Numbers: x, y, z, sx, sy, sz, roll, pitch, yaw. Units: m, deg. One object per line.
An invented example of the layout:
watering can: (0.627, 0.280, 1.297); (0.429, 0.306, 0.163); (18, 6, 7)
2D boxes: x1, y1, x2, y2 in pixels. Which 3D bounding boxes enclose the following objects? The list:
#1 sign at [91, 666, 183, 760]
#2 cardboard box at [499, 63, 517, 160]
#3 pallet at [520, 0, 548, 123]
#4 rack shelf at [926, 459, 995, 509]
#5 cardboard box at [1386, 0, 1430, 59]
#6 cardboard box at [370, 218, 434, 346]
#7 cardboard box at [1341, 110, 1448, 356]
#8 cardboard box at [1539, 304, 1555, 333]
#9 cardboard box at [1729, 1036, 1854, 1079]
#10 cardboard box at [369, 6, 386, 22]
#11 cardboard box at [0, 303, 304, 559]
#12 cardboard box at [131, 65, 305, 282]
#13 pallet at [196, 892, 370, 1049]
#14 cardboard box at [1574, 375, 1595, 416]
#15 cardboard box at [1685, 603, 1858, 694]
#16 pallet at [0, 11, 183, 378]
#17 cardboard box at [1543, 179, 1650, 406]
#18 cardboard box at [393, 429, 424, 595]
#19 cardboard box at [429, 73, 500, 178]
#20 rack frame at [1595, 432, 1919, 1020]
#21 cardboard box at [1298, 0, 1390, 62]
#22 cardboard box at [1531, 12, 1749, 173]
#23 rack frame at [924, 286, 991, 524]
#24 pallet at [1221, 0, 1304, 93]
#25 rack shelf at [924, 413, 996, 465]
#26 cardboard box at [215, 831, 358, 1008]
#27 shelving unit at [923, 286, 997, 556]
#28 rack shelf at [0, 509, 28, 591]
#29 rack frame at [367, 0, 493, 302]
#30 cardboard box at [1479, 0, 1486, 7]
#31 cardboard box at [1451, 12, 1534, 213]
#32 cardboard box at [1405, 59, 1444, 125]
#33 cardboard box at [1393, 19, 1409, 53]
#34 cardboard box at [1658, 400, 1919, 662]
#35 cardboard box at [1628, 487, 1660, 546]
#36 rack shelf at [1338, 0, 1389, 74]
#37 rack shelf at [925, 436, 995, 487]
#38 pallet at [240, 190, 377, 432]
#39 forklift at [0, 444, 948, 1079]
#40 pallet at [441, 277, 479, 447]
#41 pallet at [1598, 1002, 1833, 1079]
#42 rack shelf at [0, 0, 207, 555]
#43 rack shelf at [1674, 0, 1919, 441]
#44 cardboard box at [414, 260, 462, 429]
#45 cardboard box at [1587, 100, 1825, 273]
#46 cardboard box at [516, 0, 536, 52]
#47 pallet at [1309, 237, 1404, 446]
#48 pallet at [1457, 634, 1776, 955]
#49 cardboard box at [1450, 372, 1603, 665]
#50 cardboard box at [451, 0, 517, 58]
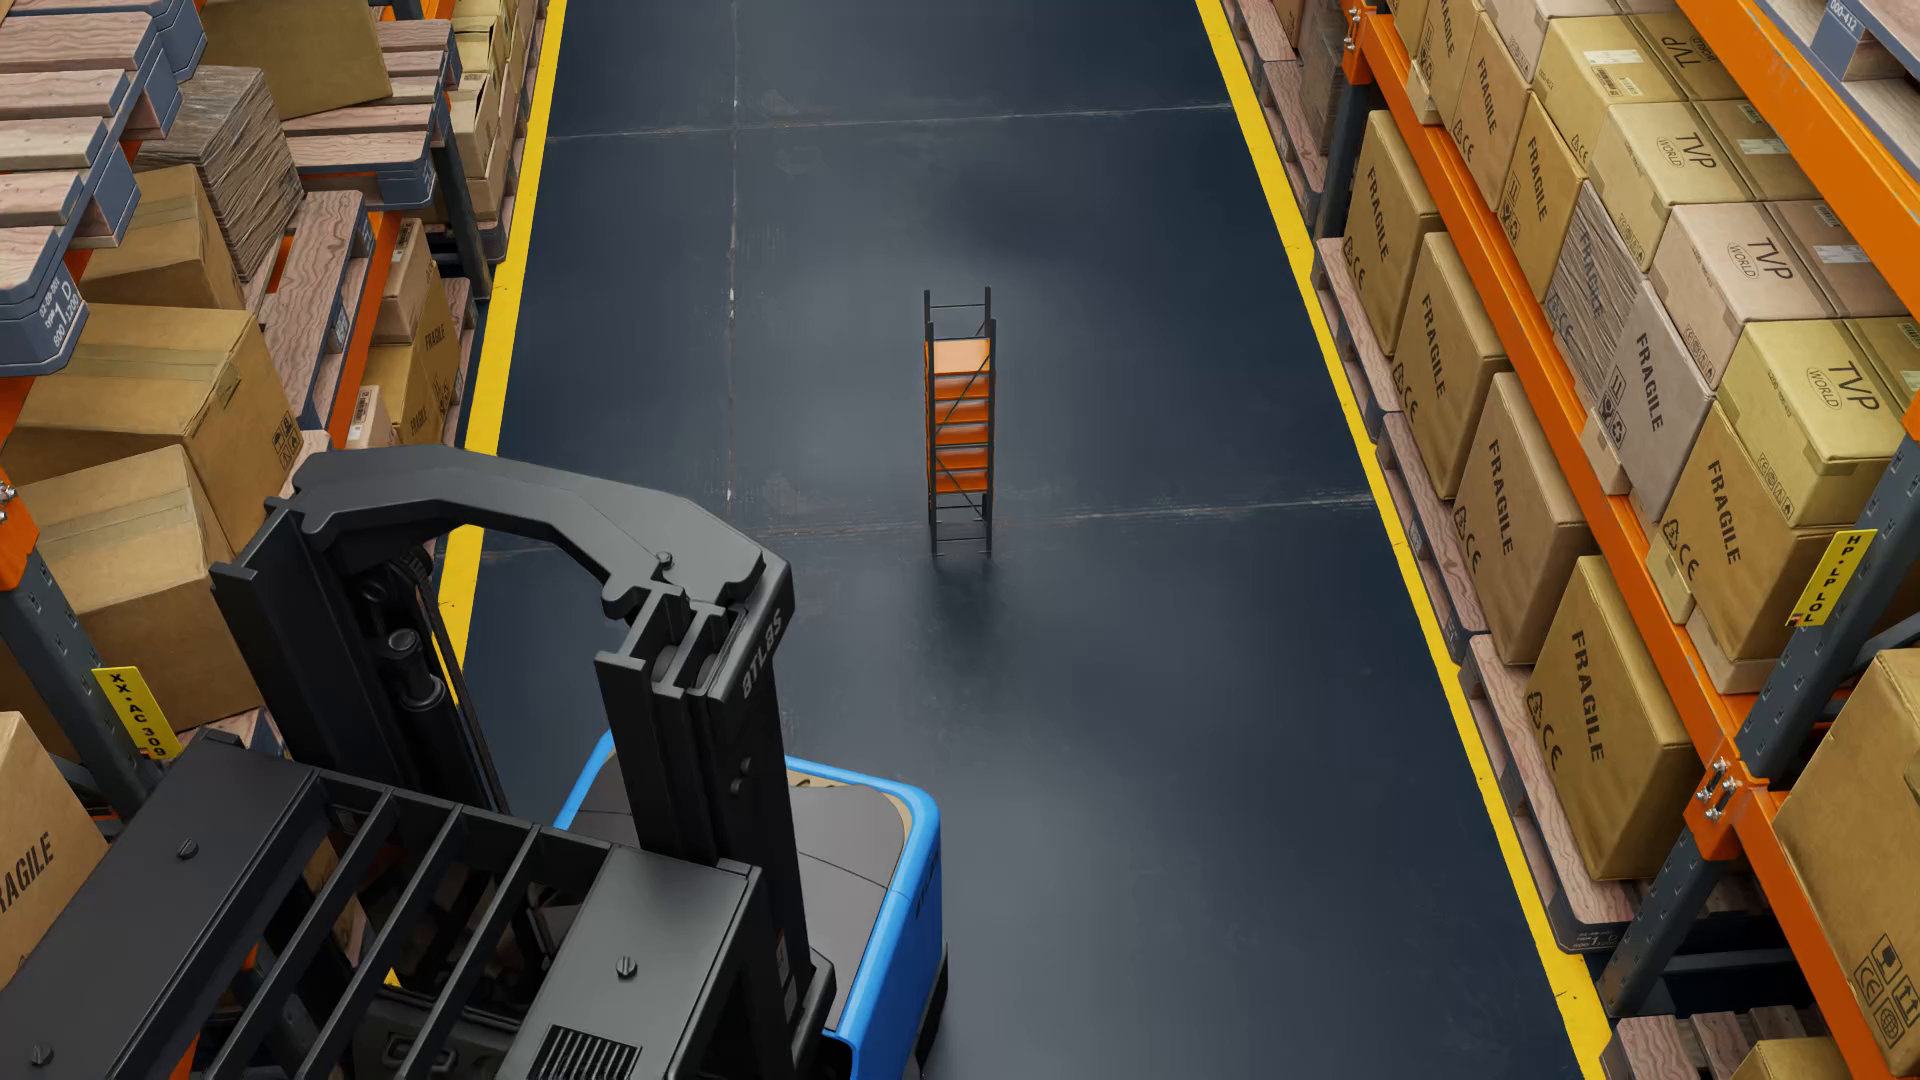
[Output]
sign: (-1.836, 0.390, 3.718); (0.100, 0.325, 0.005); (-3, 47, -3)
cardboard box: (-2.505, -2.127, 8.303); (0.500, 0.250, 0.500); (-5, 47, -4)
pallet: (-2.840, -2.688, 9.150); (1.003, 0.211, 1.213); (-3, 47, -3)
rack shelf: (-0.001, -0.227, 6.531); (0.258, 0.103, 0.180); (-3, 47, -3)
cardboard box: (2.010, -2.248, 6.526); (0.500, 0.500, 0.500); (-2, 47, -2)
cardboard box: (-2.390, -1.014, 6.547); (0.500, 0.250, 0.500); (-2, 47, -2)
cardboard box: (2.156, -1.337, 7.141); (0.750, 0.750, 0.750); (-4, 47, -4)
cardboard box: (2.176, -0.840, 5.639); (0.380, 0.149, 0.250); (-2, 47, -2)
cardboard box: (2.520, 1.685, 4.521); (0.700, 0.500, 0.500); (-3, 47, -3)
cardboard box: (-2.698, -2.403, 7.021); (0.500, 0.311, 0.500); (-1, 47, -1)
cardboard box: (-2.314, -0.302, 4.612); (0.700, 0.500, 0.500); (3, 47, 3)
cardboard box: (-2.660, -1.224, 5.486); (0.700, 0.500, 0.500); (4, 47, 4)
pallet: (-2.482, 1.099, 5.564); (1.003, 0.211, 1.213); (-3, 47, -3)
cardboard box: (2.193, -0.465, 5.284); (0.380, 0.149, 0.250); (-3, 47, -3)
cardboard box: (2.249, 0.275, 4.583); (0.380, 0.149, 0.250); (-3, 47, -3)
pallet: (-2.361, -0.717, 3.426); (1.213, 0.211, 1.003); (-3, 47, -3)
cardboard box: (2.184, -0.772, 5.128); (0.500, 0.500, 0.500); (-3, 47, -3)
cardboard box: (-2.306, -0.043, 6.144); (0.500, 0.500, 0.500); (-5, 47, -5)
cardboard box: (-2.462, -1.956, 7.755); (0.500, 0.311, 0.500); (-2, 47, -2)
rack frame: (2.560, 0.423, 4.284); (1.000, 3.000, 0.127); (-3, 47, -3)
cardboard box: (2.185, -2.661, 8.623); (0.700, 0.500, 0.500); (-4, 47, -3)
cardboard box: (2.146, -1.410, 5.215); (0.500, 0.250, 0.500); (-4, 47, -4)
rack frame: (-0.009, -0.489, 6.387); (0.240, 1.200, 0.006); (-3, 47, -3)
pallet: (2.062, -2.959, 9.407); (1.003, 0.211, 1.213); (-3, 47, -3)
rack shelf: (-0.001, -0.392, 6.357); (0.258, 0.103, 0.180); (-3, 47, -3)
cardboard box: (-2.174, 1.070, 5.090); (0.500, 0.500, 0.500); (-5, 47, -5)
shelving unit: (-0.001, -0.423, 6.324); (0.258, 1.200, 0.189); (-3, 47, -3)
rack shelf: (-2.209, 1.389, 1.798); (1.077, 0.370, 4.000); (-3, 47, -3)
rack frame: (-2.711, -2.168, 6.737); (1.000, 3.000, 0.127); (-3, 47, -3)
cardboard box: (2.052, -2.140, 5.907); (0.500, 0.250, 0.500); (-4, 47, -4)
cardboard box: (2.085, -1.509, 5.826); (0.500, 0.500, 0.500); (-4, 47, -3)
cardboard box: (1.972, -1.759, 6.510); (0.380, 0.149, 0.250); (-2, 47, -2)
cardboard box: (2.022, -2.140, 6.870); (0.380, 0.149, 0.250); (-4, 47, -4)
cardboard box: (2.270, -0.040, 4.434); (0.500, 0.500, 0.500); (-4, 47, -4)
cardboard box: (2.228, -0.097, 4.935); (0.380, 0.149, 0.250); (-2, 47, -2)
rack shelf: (2.057, -3.671, 8.656); (1.077, 0.370, 4.000); (-3, 47, -3)
rack shelf: (-0.001, -0.310, 6.444); (0.258, 0.103, 0.180); (-3, 47, -3)
pallet: (-2.544, -0.695, 5.474); (1.003, 0.211, 1.213); (-3, 47, -3)
forklift: (-0.936, 1.363, 3.440); (1.130, 2.935, 3.031); (12, 48, 11)
pallet: (-2.686, -0.666, 7.236); (1.003, 0.211, 1.213); (-3, 47, -3)
pallet: (2.545, 1.936, 4.771); (1.003, 0.211, 1.213); (-3, 47, -3)
rack shelf: (-2.544, -1.505, 4.539); (1.077, 0.370, 4.000); (-3, 47, -3)
rack shelf: (2.392, -1.809, 4.826); (1.077, 0.370, 4.000); (-3, 47, -3)
cardboard box: (-2.399, -0.797, 6.858); (0.500, 0.500, 0.500); (-2, 47, -2)
cardboard box: (2.190, -1.041, 4.866); (0.500, 0.250, 0.500); (-3, 47, -3)
cardboard box: (-2.597, -2.874, 9.010); (0.500, 0.250, 0.500); (-3, 47, -2)
pallet: (2.216, -0.938, 7.493); (1.003, 0.211, 1.213); (-3, 47, -3)
pallet: (2.420, 0.828, 5.821); (1.003, 0.211, 1.213); (-3, 47, -3)
cardboard box: (2.298, -0.088, 5.959); (0.750, 0.750, 0.750); (-2, 47, -2)
cardboard box: (-2.555, -2.705, 8.464); (0.500, 0.311, 0.500); (-5, 47, -4)
